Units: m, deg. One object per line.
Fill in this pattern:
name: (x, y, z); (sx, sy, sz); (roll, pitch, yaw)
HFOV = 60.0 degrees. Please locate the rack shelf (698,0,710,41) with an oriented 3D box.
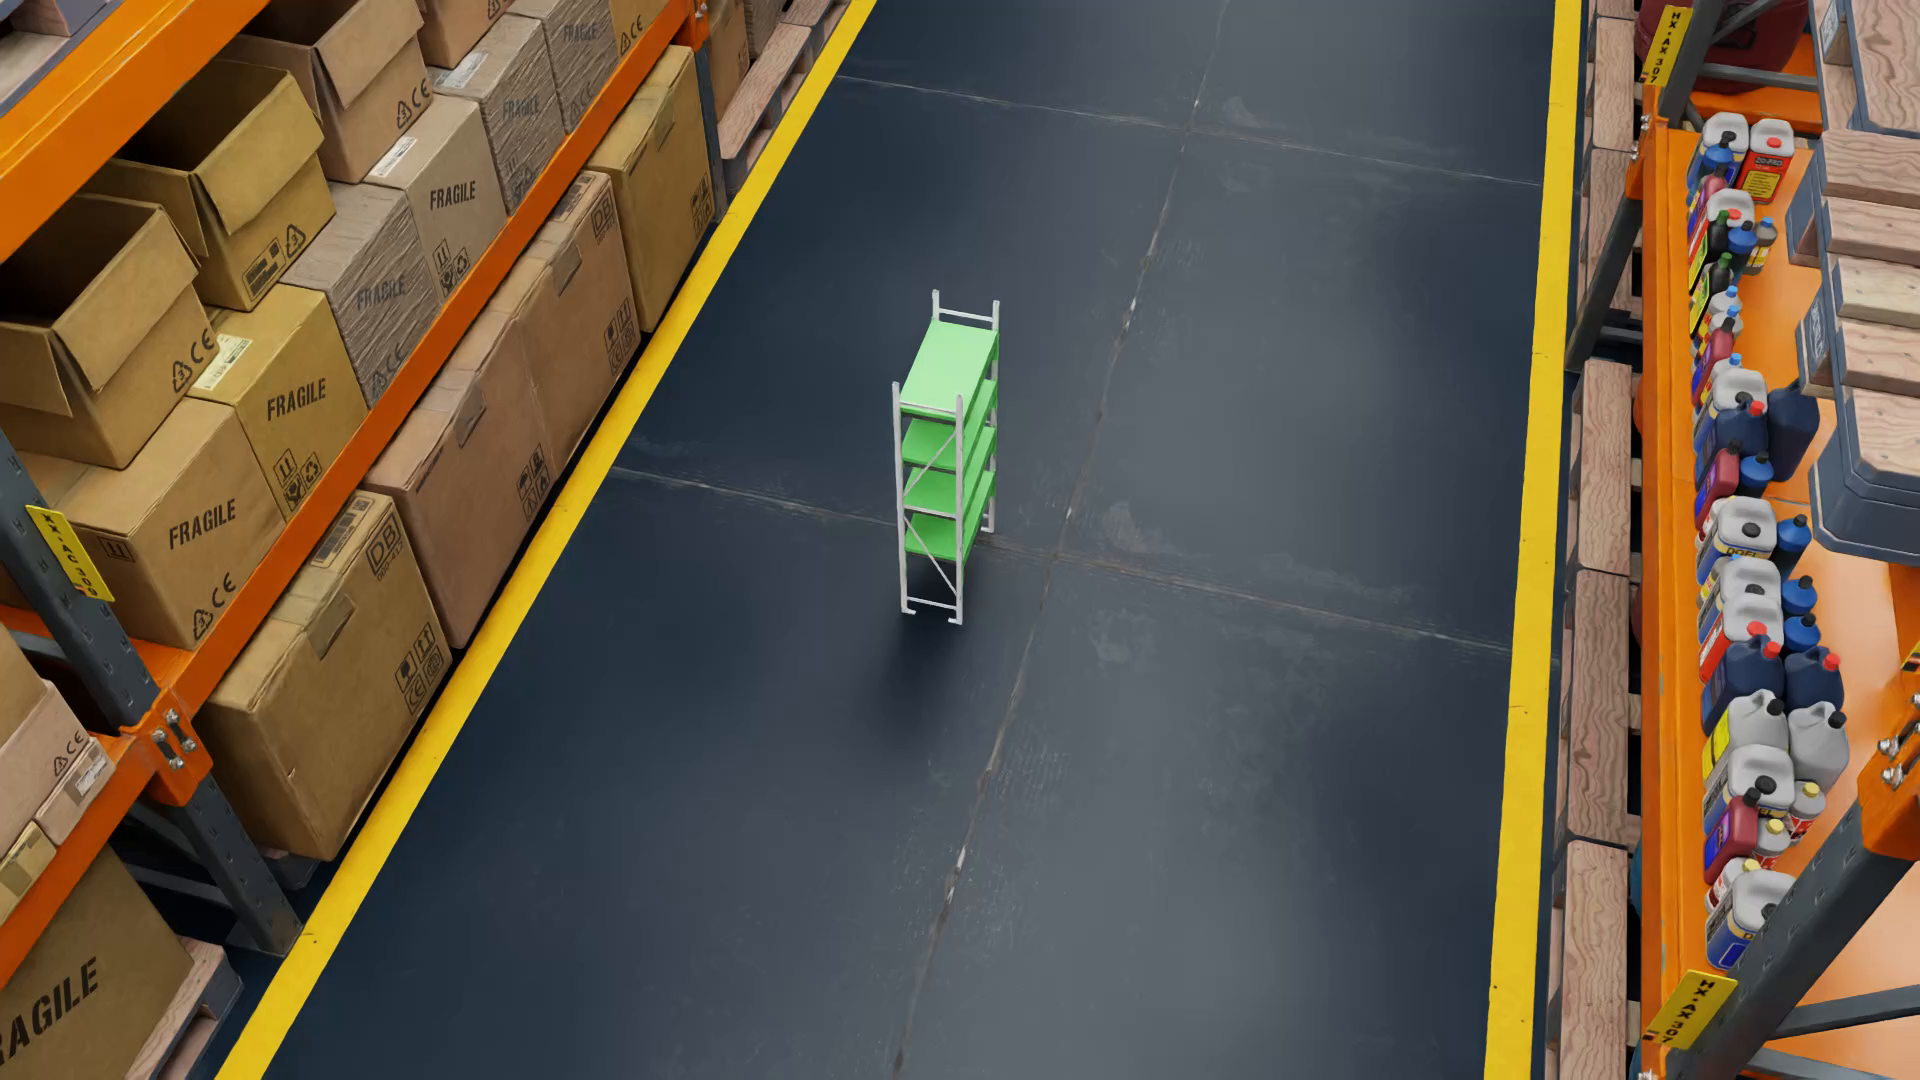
rack shelf: (-1.098, -3.862, 8.556); (1.077, 0.370, 4.000); (12, 50, 10)

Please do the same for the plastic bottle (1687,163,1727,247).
plastic bottle: (2.597, -1.159, 5.769); (0.061, 0.283, 0.133); (12, 50, 10)

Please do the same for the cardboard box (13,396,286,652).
cardboard box: (-2.315, -0.077, 4.669); (0.500, 0.500, 0.500); (12, 50, 10)

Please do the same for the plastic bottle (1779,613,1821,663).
plastic bottle: (2.247, 0.293, 4.495); (0.097, 0.271, 0.097); (0, 49, 0)

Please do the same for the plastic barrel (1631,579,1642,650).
plastic barrel: (2.744, 0.157, 5.858); (0.600, 0.588, 0.708); (12, 50, 10)

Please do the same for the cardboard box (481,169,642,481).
cardboard box: (-2.068, -0.951, 6.644); (1.225, 0.875, 0.875); (12, 50, 10)

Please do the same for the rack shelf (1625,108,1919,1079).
rack shelf: (2.627, 0.009, 5.140); (1.077, 0.370, 4.000); (12, 50, 10)

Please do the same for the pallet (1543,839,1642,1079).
pallet: (2.344, 1.590, 5.125); (1.003, 0.211, 1.213); (12, 50, 10)

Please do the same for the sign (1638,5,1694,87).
sign: (2.621, -1.833, 6.177); (0.100, 0.325, 0.005); (12, 50, 10)

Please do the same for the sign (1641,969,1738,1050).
sign: (1.571, 1.016, 3.587); (0.100, 0.325, 0.005); (12, 50, 10)

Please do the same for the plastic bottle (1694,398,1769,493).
plastic bottle: (2.317, -0.293, 4.959); (0.144, 0.351, 0.185); (12, 50, 10)

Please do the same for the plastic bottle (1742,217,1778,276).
plastic bottle: (2.731, -1.015, 5.697); (0.097, 0.201, 0.097); (0, 49, 0)

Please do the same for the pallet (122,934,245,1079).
pallet: (-2.953, 1.697, 5.030); (1.003, 0.211, 1.213); (12, 50, 10)

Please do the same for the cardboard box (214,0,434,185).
cardboard box: (-2.177, -1.535, 5.288); (0.797, 0.503, 0.637); (13, 50, 11)

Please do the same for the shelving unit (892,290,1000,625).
shelving unit: (-0.044, -0.277, 6.113); (0.258, 1.200, 0.503); (12, 50, 10)

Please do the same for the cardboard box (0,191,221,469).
cardboard box: (-2.517, -0.589, 4.452); (0.797, 0.503, 0.637); (10, 49, 9)

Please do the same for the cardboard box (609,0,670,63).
cardboard box: (-1.515, -2.281, 6.614); (0.500, 0.500, 0.500); (13, 50, 11)

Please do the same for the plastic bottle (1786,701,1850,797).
plastic bottle: (2.166, 0.533, 4.231); (0.144, 0.351, 0.185); (12, 50, 10)

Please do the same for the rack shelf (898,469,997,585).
rack shelf: (-0.044, -0.076, 6.341); (0.258, 0.148, 0.480); (12, 50, 10)

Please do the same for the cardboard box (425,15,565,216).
cardboard box: (-1.786, -1.545, 5.965); (0.500, 0.500, 0.500); (10, 49, 9)

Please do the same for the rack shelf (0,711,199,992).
rack shelf: (-3.204, 1.925, 3.449); (1.077, 0.370, 4.000); (12, 50, 10)

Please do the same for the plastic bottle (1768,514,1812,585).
plastic bottle: (2.343, 0.028, 4.729); (0.097, 0.271, 0.097); (0, 49, 0)

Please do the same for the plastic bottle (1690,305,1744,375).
plastic bottle: (2.428, -0.637, 5.316); (0.097, 0.271, 0.097); (0, 49, 0)

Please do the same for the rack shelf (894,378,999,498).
rack shelf: (-0.044, -0.394, 5.981); (0.258, 0.148, 0.480); (12, 50, 10)

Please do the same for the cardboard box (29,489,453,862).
cardboard box: (-2.528, 0.337, 5.508); (1.225, 0.875, 0.875); (12, 50, 10)

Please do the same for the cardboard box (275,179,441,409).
cardboard box: (-2.052, -0.802, 5.310); (0.500, 0.500, 0.500); (11, 49, 9)

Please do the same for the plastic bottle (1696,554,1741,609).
plastic bottle: (2.161, 0.119, 4.696); (0.097, 0.201, 0.097); (0, 49, 0)

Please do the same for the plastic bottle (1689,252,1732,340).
plastic bottle: (2.466, -0.799, 5.451); (0.061, 0.283, 0.133); (12, 50, 10)

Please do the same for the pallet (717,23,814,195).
pallet: (-1.417, -2.296, 8.554); (1.003, 0.211, 1.213); (12, 50, 10)

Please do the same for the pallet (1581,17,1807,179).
pallet: (3.718, -2.186, 8.457); (1.003, 0.211, 1.213); (12, 50, 10)

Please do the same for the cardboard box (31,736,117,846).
cardboard box: (-2.442, 0.608, 4.299); (0.380, 0.149, 0.250); (12, 50, 10)

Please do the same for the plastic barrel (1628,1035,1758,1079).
plastic barrel: (2.261, 1.383, 4.567); (0.600, 0.901, 0.708); (12, 50, 10)

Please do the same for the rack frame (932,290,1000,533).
rack frame: (0.021, -0.454, 6.269); (0.240, 1.200, 0.015); (12, 50, 10)

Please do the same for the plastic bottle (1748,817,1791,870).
plastic bottle: (1.991, 0.760, 4.130); (0.097, 0.201, 0.097); (0, 49, 0)

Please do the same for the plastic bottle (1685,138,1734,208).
plastic bottle: (2.671, -1.306, 5.906); (0.097, 0.271, 0.097); (0, 49, 0)

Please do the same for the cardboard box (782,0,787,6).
cardboard box: (-1.191, -3.275, 8.933); (0.700, 0.500, 0.500); (15, 50, 13)

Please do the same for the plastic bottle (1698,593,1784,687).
plastic bottle: (2.122, 0.281, 4.503); (0.152, 0.276, 0.135); (12, 50, 10)

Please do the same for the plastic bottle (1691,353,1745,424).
plastic bottle: (2.367, -0.470, 5.169); (0.097, 0.271, 0.097); (0, 49, 0)

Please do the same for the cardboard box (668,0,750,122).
cardboard box: (-1.468, -2.460, 8.213); (0.700, 0.500, 0.500); (9, 49, 8)

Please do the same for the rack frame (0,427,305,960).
rack frame: (-2.677, 0.240, 4.456); (1.000, 3.000, 0.127); (12, 50, 10)

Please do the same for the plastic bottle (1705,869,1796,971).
plastic bottle: (1.893, 0.910, 3.948); (0.152, 0.276, 0.135); (12, 50, 10)

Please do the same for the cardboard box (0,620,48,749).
cardboard box: (-2.540, 0.328, 3.780); (0.500, 0.500, 0.500); (13, 50, 11)

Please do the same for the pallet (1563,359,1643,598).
pallet: (2.986, -0.175, 6.682); (1.003, 0.211, 1.213); (12, 50, 10)

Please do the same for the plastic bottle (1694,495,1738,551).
plastic bottle: (2.222, -0.049, 4.844); (0.097, 0.201, 0.097); (0, 49, 0)

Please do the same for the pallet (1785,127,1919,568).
pallet: (2.213, -0.299, 3.057); (1.213, 0.211, 1.003); (12, 50, 10)

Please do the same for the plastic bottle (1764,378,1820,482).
plastic bottle: (2.499, -0.360, 5.019); (0.144, 0.351, 0.185); (12, 50, 10)

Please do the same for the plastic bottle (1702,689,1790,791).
plastic bottle: (2.027, 0.504, 4.256); (0.144, 0.351, 0.185); (12, 50, 10)

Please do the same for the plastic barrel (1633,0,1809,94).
plastic barrel: (2.984, -2.116, 6.445); (0.600, 0.536, 0.708); (12, 50, 10)

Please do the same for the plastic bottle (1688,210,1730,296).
plastic bottle: (2.527, -0.966, 5.598); (0.061, 0.283, 0.133); (12, 50, 10)

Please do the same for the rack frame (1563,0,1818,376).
rack frame: (3.154, -1.676, 6.147); (1.000, 3.000, 0.127); (12, 50, 10)

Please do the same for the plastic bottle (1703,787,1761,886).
plastic bottle: (1.910, 0.731, 4.101); (0.061, 0.283, 0.133); (12, 50, 10)
